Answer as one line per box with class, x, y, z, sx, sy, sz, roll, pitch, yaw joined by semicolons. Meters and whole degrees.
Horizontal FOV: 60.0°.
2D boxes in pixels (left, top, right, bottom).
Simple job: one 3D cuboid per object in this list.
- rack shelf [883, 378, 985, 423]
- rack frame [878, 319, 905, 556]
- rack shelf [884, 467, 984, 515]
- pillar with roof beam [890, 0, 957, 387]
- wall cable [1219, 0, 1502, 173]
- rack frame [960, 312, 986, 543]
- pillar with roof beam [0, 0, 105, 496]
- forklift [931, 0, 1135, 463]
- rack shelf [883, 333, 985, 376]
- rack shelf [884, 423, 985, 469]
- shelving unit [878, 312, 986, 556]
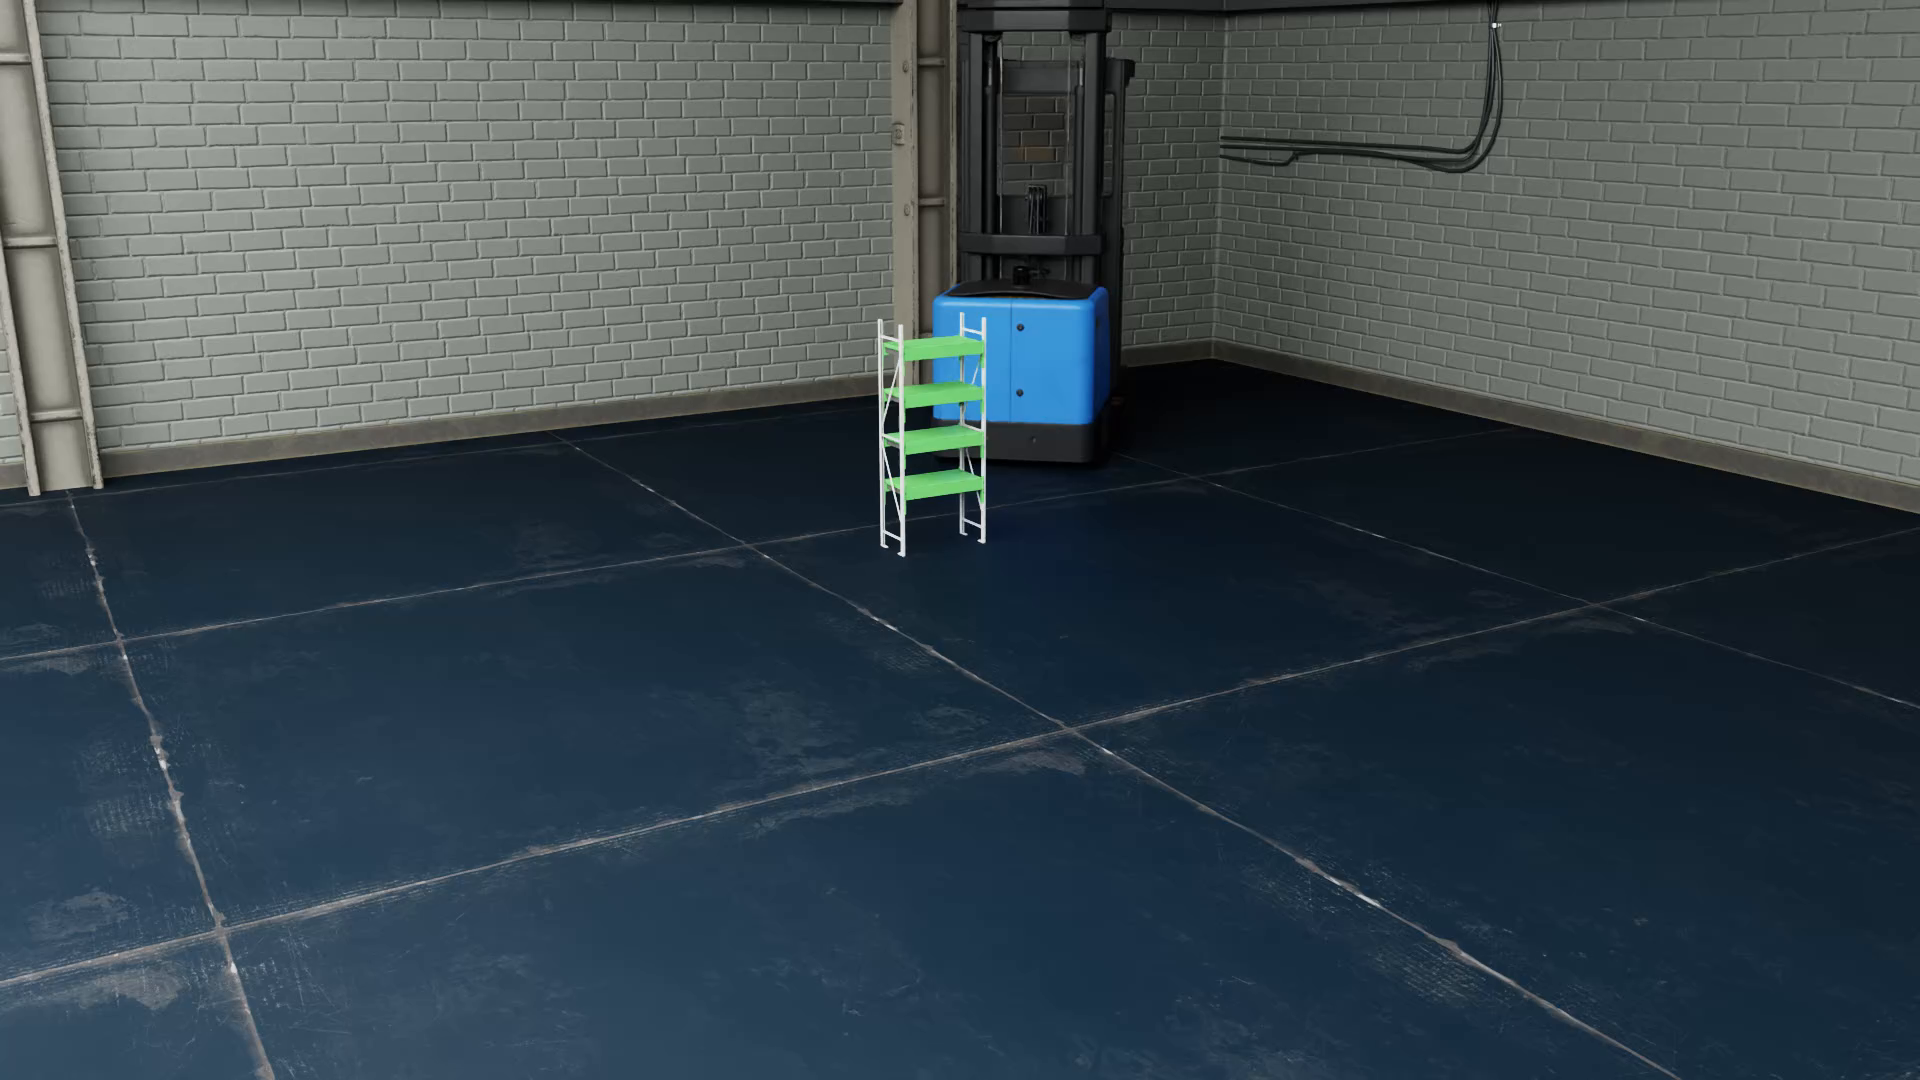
rack shelf;-0.142;-0.724;8.618;0.480;0.148;0.258;-9;18;-30
rack frame;-0.351;-0.521;8.545;0.015;1.200;0.240;-9;18;-30
rack shelf;-0.142;-0.262;8.748;0.480;0.148;0.258;-9;18;-30
pillar with roof beam;1.950;-4.494;8.269;0.400;9.000;9.100;-9;18;-30
wall cable;2.939;-4.098;12.610;0.112;2.526;3.097;-9;18;-30
rack frame;0.067;-0.589;8.787;0.015;1.200;0.240;-9;18;-30
pillar with roof beam;-3.193;-3.660;5.293;0.400;9.000;9.100;-9;18;-30
forklift;0.599;-2.245;11.489;1.130;2.935;3.031;3;16;11
rack shelf;-0.142;-0.955;8.553;0.480;0.148;0.258;-9;18;-30
rack shelf;-0.142;-0.493;8.683;0.480;0.148;0.258;-9;18;-30
shelving unit;-0.142;-0.555;8.666;0.503;1.200;0.258;-9;18;-30
